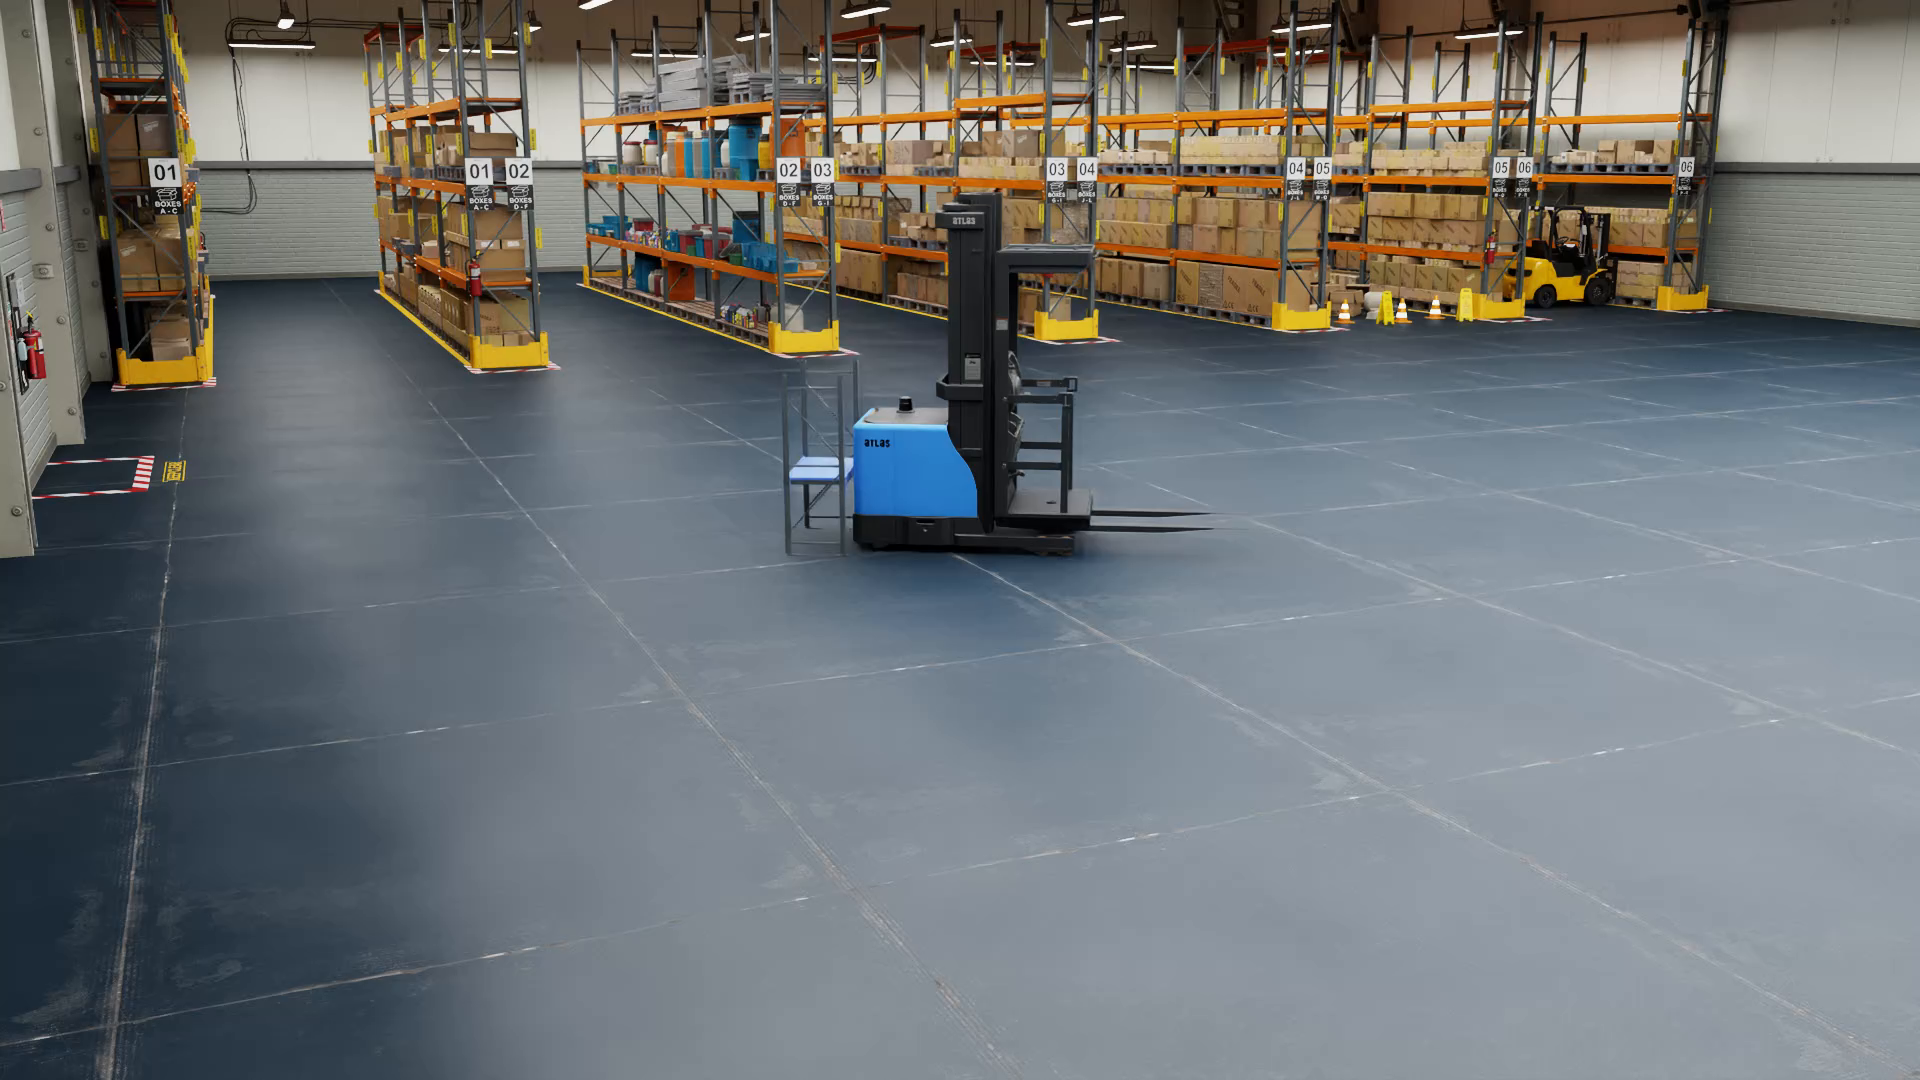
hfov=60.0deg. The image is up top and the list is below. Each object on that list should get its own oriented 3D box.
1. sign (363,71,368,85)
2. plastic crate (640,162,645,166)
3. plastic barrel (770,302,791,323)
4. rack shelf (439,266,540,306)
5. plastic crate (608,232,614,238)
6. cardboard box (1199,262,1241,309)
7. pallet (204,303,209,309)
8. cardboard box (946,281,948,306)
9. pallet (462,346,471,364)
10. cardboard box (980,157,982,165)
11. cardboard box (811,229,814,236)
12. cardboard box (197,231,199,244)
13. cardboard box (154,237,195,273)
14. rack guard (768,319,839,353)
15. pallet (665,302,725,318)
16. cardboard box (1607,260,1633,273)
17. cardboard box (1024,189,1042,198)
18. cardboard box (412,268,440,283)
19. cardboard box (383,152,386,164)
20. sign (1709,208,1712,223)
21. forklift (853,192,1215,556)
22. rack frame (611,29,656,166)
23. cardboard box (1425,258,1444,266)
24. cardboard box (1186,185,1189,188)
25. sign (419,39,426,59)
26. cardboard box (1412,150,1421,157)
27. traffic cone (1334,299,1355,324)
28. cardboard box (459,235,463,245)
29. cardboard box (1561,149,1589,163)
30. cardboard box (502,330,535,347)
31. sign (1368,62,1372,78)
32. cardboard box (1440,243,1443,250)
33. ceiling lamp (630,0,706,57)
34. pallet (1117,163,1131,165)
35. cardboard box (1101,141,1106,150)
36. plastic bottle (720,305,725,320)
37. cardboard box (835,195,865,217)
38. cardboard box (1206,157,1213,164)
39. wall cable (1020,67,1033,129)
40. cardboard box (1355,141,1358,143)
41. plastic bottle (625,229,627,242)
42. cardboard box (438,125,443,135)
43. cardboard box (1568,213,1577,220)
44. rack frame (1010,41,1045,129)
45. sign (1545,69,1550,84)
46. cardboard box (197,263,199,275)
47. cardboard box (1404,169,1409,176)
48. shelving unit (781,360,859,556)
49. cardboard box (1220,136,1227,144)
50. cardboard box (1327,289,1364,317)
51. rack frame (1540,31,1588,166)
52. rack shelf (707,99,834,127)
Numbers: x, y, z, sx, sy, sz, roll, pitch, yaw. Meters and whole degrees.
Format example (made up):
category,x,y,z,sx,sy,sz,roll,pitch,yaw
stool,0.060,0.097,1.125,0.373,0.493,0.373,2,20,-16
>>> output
category,x,y,z,sx,sy,sz,roll,pitch,yaw
sign,-14.023,-10.894,39.237,0.100,0.325,0.005,-6,14,-23
plastic crate,-7.630,-8.826,39.490,0.497,0.269,0.590,-6,14,-23
plastic barrel,-3.111,-3.893,29.124,0.421,0.512,0.421,0,13,0
rack shelf,-7.918,-4.284,27.823,1.077,0.370,4.000,-6,14,-23
plastic crate,-8.078,-7.249,39.517,0.437,0.125,0.590,-6,14,-23
cardboard box,5.497,-5.216,34.035,0.875,0.875,0.875,-6,14,-23
pallet,-16.083,-4.741,34.387,1.003,0.211,1.213,-6,14,-23
cardboard box,0.133,-5.067,34.178,0.700,0.500,0.500,-7,15,-27
pallet,-7.462,-3.017,26.937,1.003,0.211,1.213,-6,14,-23
cardboard box,0.603,-7.276,31.949,0.380,0.149,0.250,-5,14,-21
cardboard box,-3.474,-7.612,41.163,0.380,0.149,0.250,-6,14,-24
cardboard box,-15.832,-6.279,33.919,0.500,0.500,0.500,-6,14,-23
cardboard box,-11.570,-4.201,24.493,0.500,0.500,0.500,-6,14,-23
rack guard,-2.650,-3.462,28.217,1.175,0.500,0.348,-6,14,-23
pallet,-5.507,-4.799,34.635,1.003,0.211,1.213,-6,14,-23
cardboard box,14.697,-6.087,36.966,0.500,0.250,0.500,-5,14,-22
cardboard box,1.782,-8.818,42.717,0.500,0.500,0.500,-5,14,-22
cardboard box,-10.938,-5.419,34.037,0.500,0.250,0.500,-5,14,-21
cardboard box,-12.565,-8.512,37.066,0.500,0.250,0.500,-6,14,-23
sign,16.099,-6.969,35.732,0.100,0.325,0.005,-6,14,-23
forklift,0.648,-1.418,13.998,3.031,2.935,1.130,1,13,6
rack frame,-7.384,-10.070,37.922,1.000,3.000,0.127,-6,14,-23
cardboard box,10.071,-5.875,35.168,0.380,0.149,0.250,-5,14,-21
cardboard box,6.229,-9.482,44.807,0.380,0.149,0.250,-5,14,-22
sign,-9.212,-8.413,28.514,0.100,0.325,0.005,-6,14,-23
cardboard box,9.838,-8.206,35.308,0.380,0.149,0.250,-6,14,-24
traffic cone,7.635,-4.544,32.979,0.336,0.463,0.334,-6,14,-23
cardboard box,-8.068,-4.968,27.522,0.380,0.149,0.250,-6,14,-24
cardboard box,14.096,-8.763,37.973,0.500,0.311,0.500,-5,14,-22
cardboard box,-7.128,-3.217,26.785,0.500,0.250,0.500,-6,14,-23
sign,8.933,-10.240,36.236,0.100,0.325,0.005,-6,14,-23
cardboard box,10.305,-6.159,34.887,0.380,0.149,0.250,-5,14,-22
ceiling lamp,-7.754,-14.522,44.213,2.000,3.185,0.800,-6,14,-23
pallet,4.939,-10.582,46.983,1.003,0.211,1.213,-6,14,-23
cardboard box,3.226,-9.293,39.299,0.396,0.266,0.258,-6,14,-23
plastic bottle,-4.453,-4.274,31.259,0.097,0.271,0.097,0,13,0
cardboard box,-2.582,-8.001,39.840,0.797,0.503,0.637,-6,14,-24
cardboard box,5.188,-7.645,33.501,0.380,0.149,0.250,-6,14,-24
wall cable,2.096,-13.388,52.260,0.463,3.000,0.029,-6,14,-23
cardboard box,10.967,-10.821,45.644,0.396,0.266,0.258,-6,14,-24
plastic bottle,-7.628,-6.976,38.117,0.061,0.283,0.133,-6,14,-23
cardboard box,-9.179,-7.252,30.139,0.500,0.500,0.500,-4,14,-18
cardboard box,14.138,-7.399,38.025,0.380,0.149,0.250,-5,14,-22
rack frame,1.740,-10.944,41.700,1.000,3.000,0.127,-6,14,-23
sign,13.494,-10.651,38.185,0.100,0.325,0.005,-6,14,-23
cardboard box,-12.789,-4.466,27.301,0.500,0.250,0.500,-6,14,-23
cardboard box,9.754,-7.877,35.658,0.380,0.149,0.250,-6,14,-25
shelving unit,-1.166,-0.718,14.144,0.538,1.500,1.048,1,13,3
cardboard box,5.388,-7.929,32.961,0.380,0.149,0.250,-6,14,-23
cardboard box,8.018,-4.928,34.548,0.637,0.503,0.797,6,14,26
rack frame,13.986,-10.209,38.521,1.000,3.000,0.127,-6,14,-23
rack shelf,-3.378,-7.459,29.121,1.077,0.370,4.000,-6,14,-23
